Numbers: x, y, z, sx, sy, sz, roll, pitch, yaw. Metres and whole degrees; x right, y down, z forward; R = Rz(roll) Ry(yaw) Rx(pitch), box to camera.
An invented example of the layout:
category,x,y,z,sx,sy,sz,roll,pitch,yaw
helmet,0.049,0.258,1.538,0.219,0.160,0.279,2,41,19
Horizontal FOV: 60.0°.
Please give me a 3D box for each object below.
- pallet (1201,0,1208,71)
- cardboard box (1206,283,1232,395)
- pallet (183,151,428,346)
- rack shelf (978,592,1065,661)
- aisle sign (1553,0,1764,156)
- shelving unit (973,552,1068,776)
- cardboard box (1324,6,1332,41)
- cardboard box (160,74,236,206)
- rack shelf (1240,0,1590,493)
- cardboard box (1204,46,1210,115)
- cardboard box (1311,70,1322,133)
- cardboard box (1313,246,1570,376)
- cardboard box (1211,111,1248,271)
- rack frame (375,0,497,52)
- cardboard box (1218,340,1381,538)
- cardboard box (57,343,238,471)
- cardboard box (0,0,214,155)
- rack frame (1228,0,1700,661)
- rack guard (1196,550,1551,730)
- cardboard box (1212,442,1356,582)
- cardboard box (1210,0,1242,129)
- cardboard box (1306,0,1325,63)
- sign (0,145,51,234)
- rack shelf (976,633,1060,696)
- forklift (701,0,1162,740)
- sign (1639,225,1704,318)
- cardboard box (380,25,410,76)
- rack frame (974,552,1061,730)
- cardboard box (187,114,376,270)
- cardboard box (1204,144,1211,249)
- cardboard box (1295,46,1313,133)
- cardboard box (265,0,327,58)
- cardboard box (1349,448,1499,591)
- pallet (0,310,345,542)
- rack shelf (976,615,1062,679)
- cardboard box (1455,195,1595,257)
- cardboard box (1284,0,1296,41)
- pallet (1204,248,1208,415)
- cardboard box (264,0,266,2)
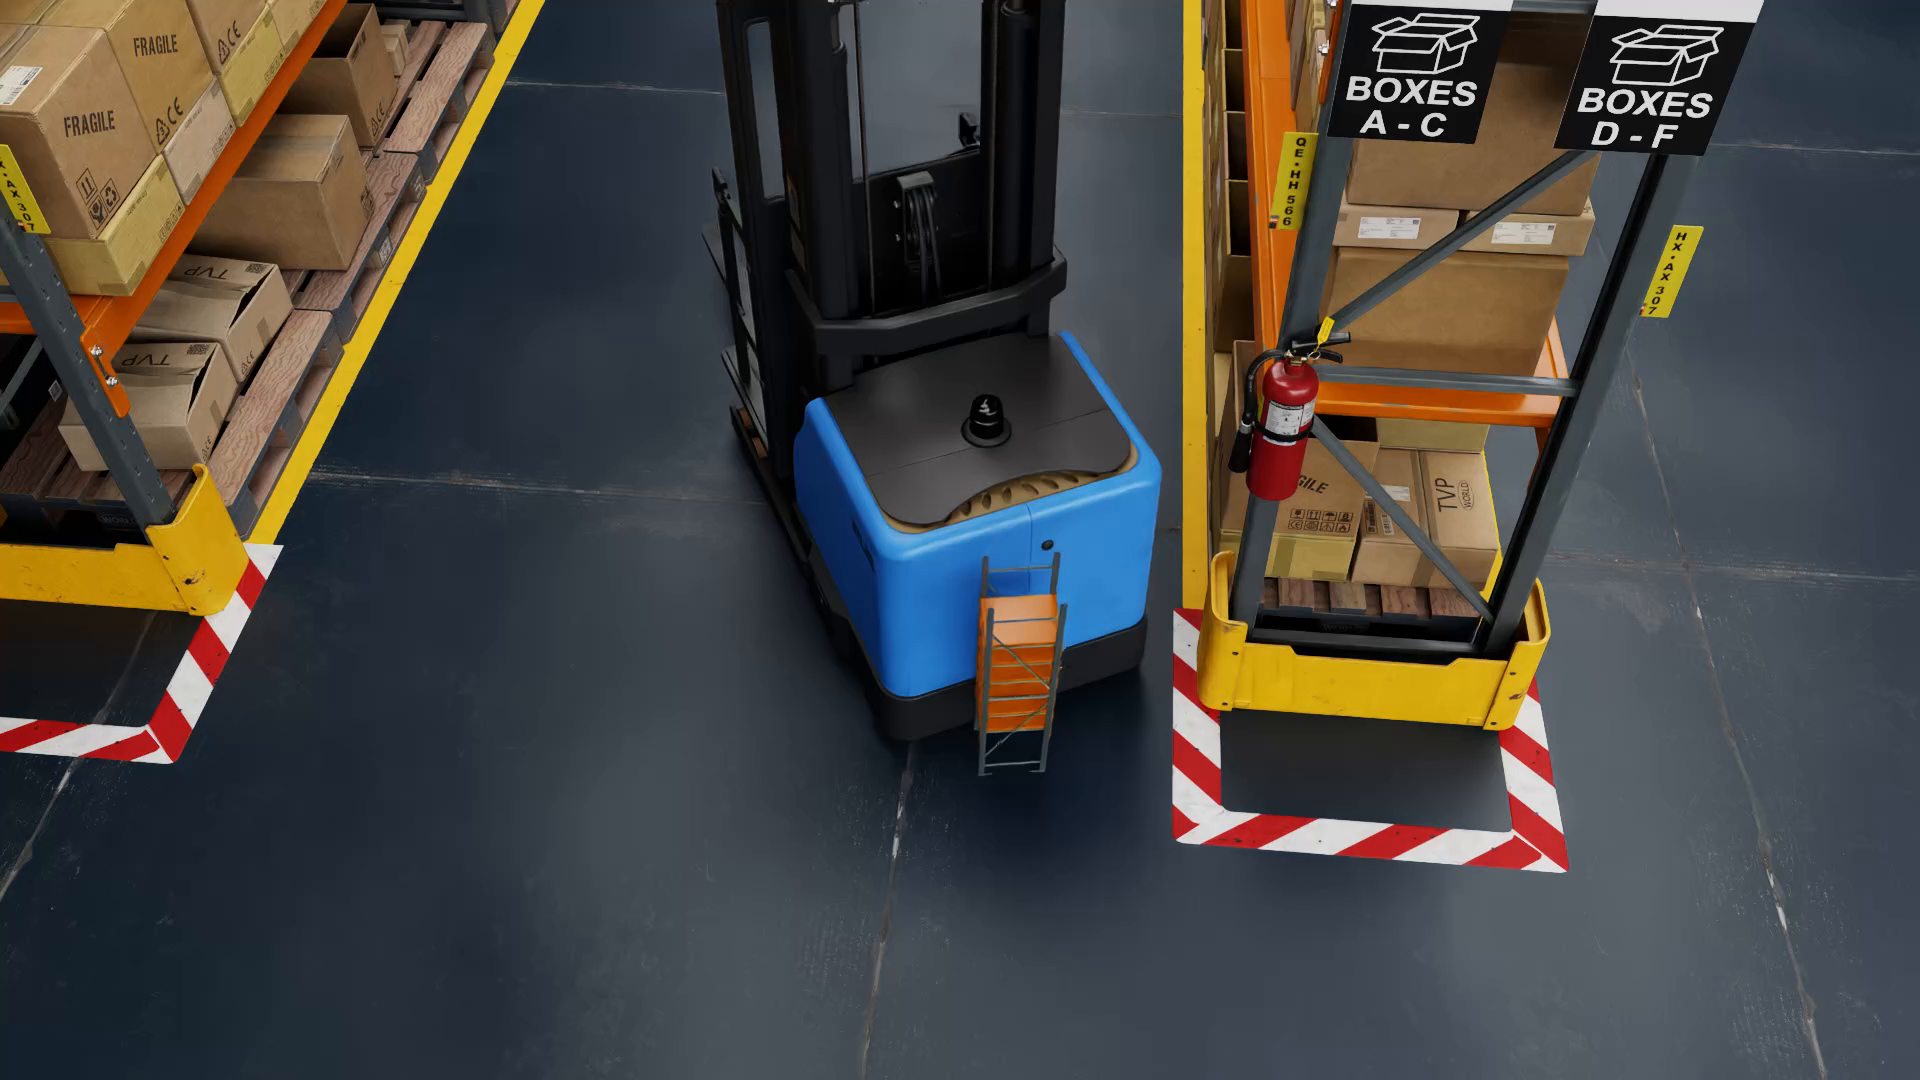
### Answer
category,x,y,z,sx,sy,sz,roll,pitch,yaw
pallet,1.875,-3.035,9.382,1.003,0.211,1.213,4,48,4
cardboard box,1.314,-0.856,7.079,0.500,0.250,0.500,4,48,4
pallet,-3.221,-1.426,7.911,1.003,0.211,1.213,4,48,4
rack shelf,0.191,0.273,5.256,0.258,0.103,0.180,-3,58,-3
aisle sign,1.781,-1.301,4.145,0.394,0.787,0.004,4,48,4
shelving unit,0.187,0.442,5.523,0.258,1.200,0.189,-3,58,-3
cardboard box,1.585,-1.732,5.354,0.700,0.500,0.500,3,48,3
cardboard box,-3.057,-1.499,6.176,0.500,0.250,0.500,3,48,2
rack shelf,1.665,-1.719,6.777,1.077,0.370,4.000,4,48,4
cardboard box,1.503,-2.325,8.423,0.500,0.250,0.500,4,48,4
cardboard box,1.373,-1.419,5.508,0.380,0.149,0.250,3,48,3
cardboard box,1.538,-0.868,5.444,0.700,0.500,0.500,4,48,4
cardboard box,1.358,-1.476,7.138,0.500,0.500,0.500,4,48,4
rack frame,-3.086,-3.762,8.158,1.000,3.000,0.127,4,48,4
cardboard box,1.235,-0.373,6.129,0.500,0.500,0.500,4,48,4
cardboard box,-3.298,-0.566,6.759,0.500,0.311,0.500,-1,48,-1
cardboard box,-3.053,-1.725,5.875,0.500,0.500,0.500,4,48,4
rack frame,1.482,-0.492,5.168,1.000,3.000,0.127,4,48,4
rack guard,1.480,0.369,6.074,1.175,0.500,0.348,4,48,4
cardboard box,1.237,-0.120,6.406,0.500,0.250,0.500,4,48,4
cardboard box,1.455,-2.211,7.810,0.500,0.500,0.500,4,48,4
cardboard box,1.422,-1.797,5.853,0.380,0.149,0.250,5,48,5
sign,-2.911,-1.079,5.117,0.100,0.325,0.005,4,48,4
rack shelf,0.188,0.401,5.459,0.258,0.103,0.180,-3,58,-3
forklift,-0.330,-1.375,6.021,1.130,2.935,3.031,-17,50,-15
sign,2.035,-0.769,4.781,0.100,0.325,0.005,4,48,4
cardboard box,-3.105,-2.559,8.680,0.380,0.166,0.250,-2,48,-2
rack frame,0.180,0.364,5.571,0.240,1.200,0.006,-3,58,-3
cardboard box,-3.130,-1.585,7.562,0.700,0.500,0.500,1,48,1
cardboard box,1.401,-1.591,7.751,0.500,0.250,0.500,4,48,4
cardboard box,1.632,-1.619,6.130,0.700,0.500,0.500,4,48,4
cardboard box,-2.957,-2.244,6.858,0.500,0.250,0.500,4,48,4
cardboard box,1.753,-0.085,6.374,0.500,0.250,0.500,4,48,4
pallet,-3.335,-0.532,7.094,1.003,0.211,1.213,4,48,4
rack shelf,0.189,0.337,5.357,0.258,0.103,0.180,-3,58,-3
cardboard box,1.733,-1.019,5.142,0.380,0.149,0.250,4,48,3
cardboard box,1.722,-2.382,6.829,0.700,0.500,0.500,5,48,4
pallet,1.624,-1.010,7.531,1.003,0.211,1.213,4,48,4
cardboard box,-2.965,-2.484,6.569,0.500,0.500,0.500,5,48,5
